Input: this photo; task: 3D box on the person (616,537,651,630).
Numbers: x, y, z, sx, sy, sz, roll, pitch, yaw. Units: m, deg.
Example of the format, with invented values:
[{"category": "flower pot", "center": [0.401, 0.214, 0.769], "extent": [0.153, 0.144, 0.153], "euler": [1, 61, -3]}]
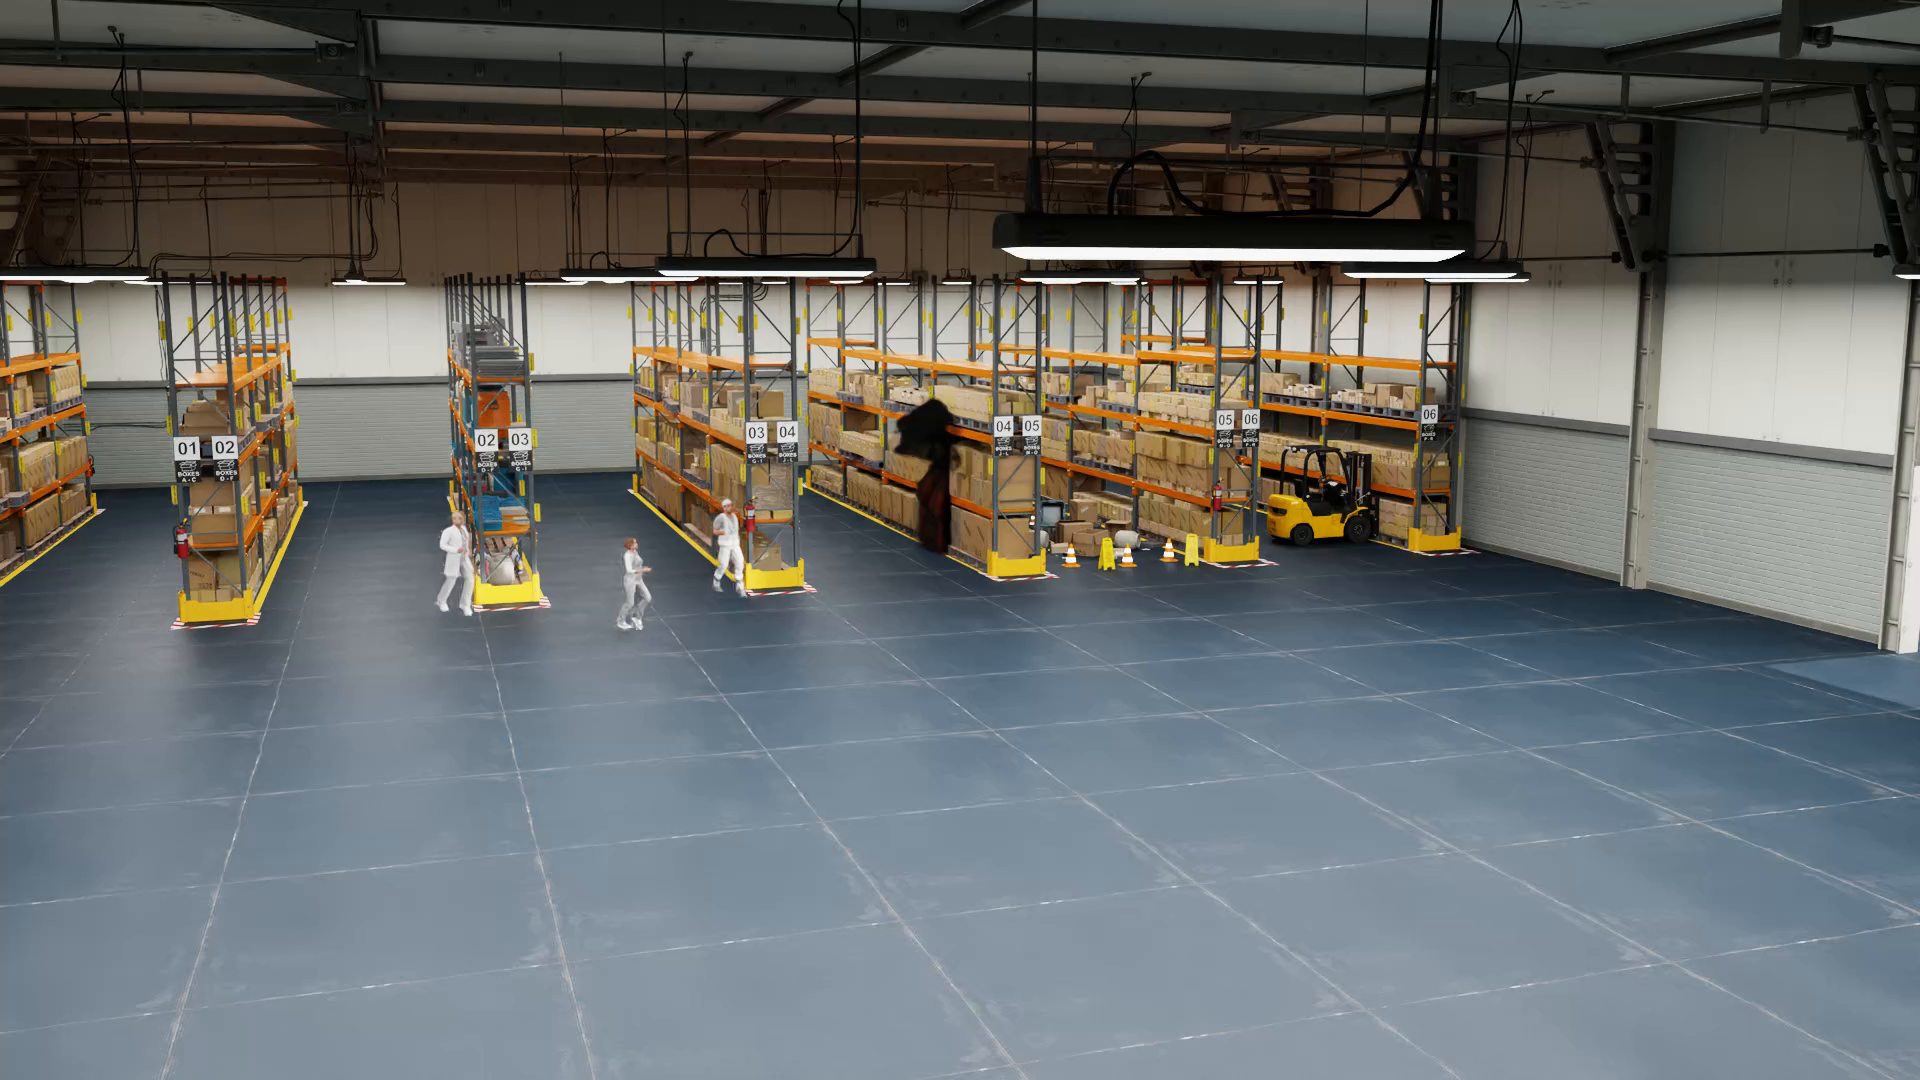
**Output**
[{"category": "person", "center": [-5.474, 0.734, 27.926], "extent": [0.662, 1.598, 0.508], "euler": [2, 9, 16]}]

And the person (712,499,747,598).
[{"category": "person", "center": [-4.348, 0.152, 31.115], "extent": [0.652, 1.854, 0.766], "euler": [-8, 12, -44]}]

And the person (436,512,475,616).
[{"category": "person", "center": [-8.937, 0.416, 29.509], "extent": [0.853, 1.824, 0.742], "euler": [6, 11, 35]}]
